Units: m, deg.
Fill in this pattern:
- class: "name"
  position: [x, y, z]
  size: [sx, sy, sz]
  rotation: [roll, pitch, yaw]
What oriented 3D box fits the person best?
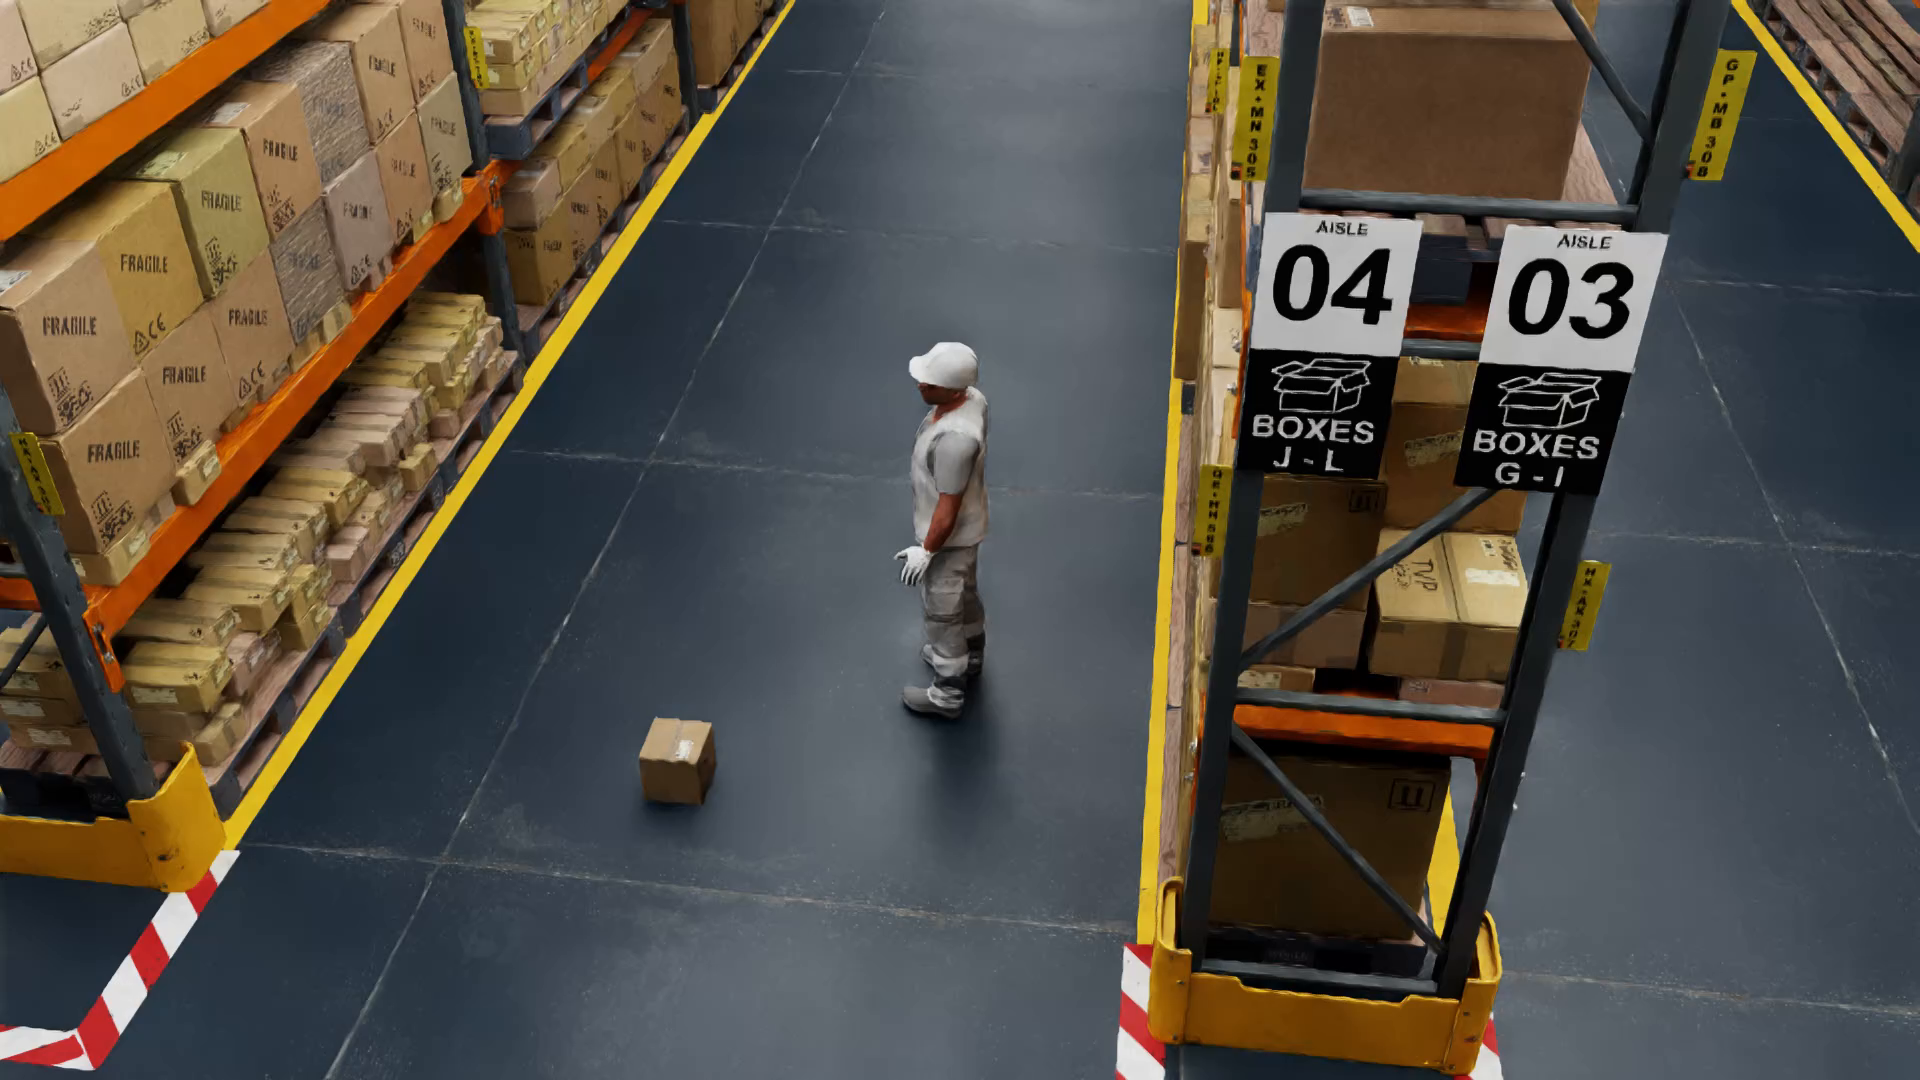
- class: "person"
  position: [-0.067, -0.043, 7.038]
  size: [0.385, 1.795, 0.576]
  rotation: [4, 36, 5]
